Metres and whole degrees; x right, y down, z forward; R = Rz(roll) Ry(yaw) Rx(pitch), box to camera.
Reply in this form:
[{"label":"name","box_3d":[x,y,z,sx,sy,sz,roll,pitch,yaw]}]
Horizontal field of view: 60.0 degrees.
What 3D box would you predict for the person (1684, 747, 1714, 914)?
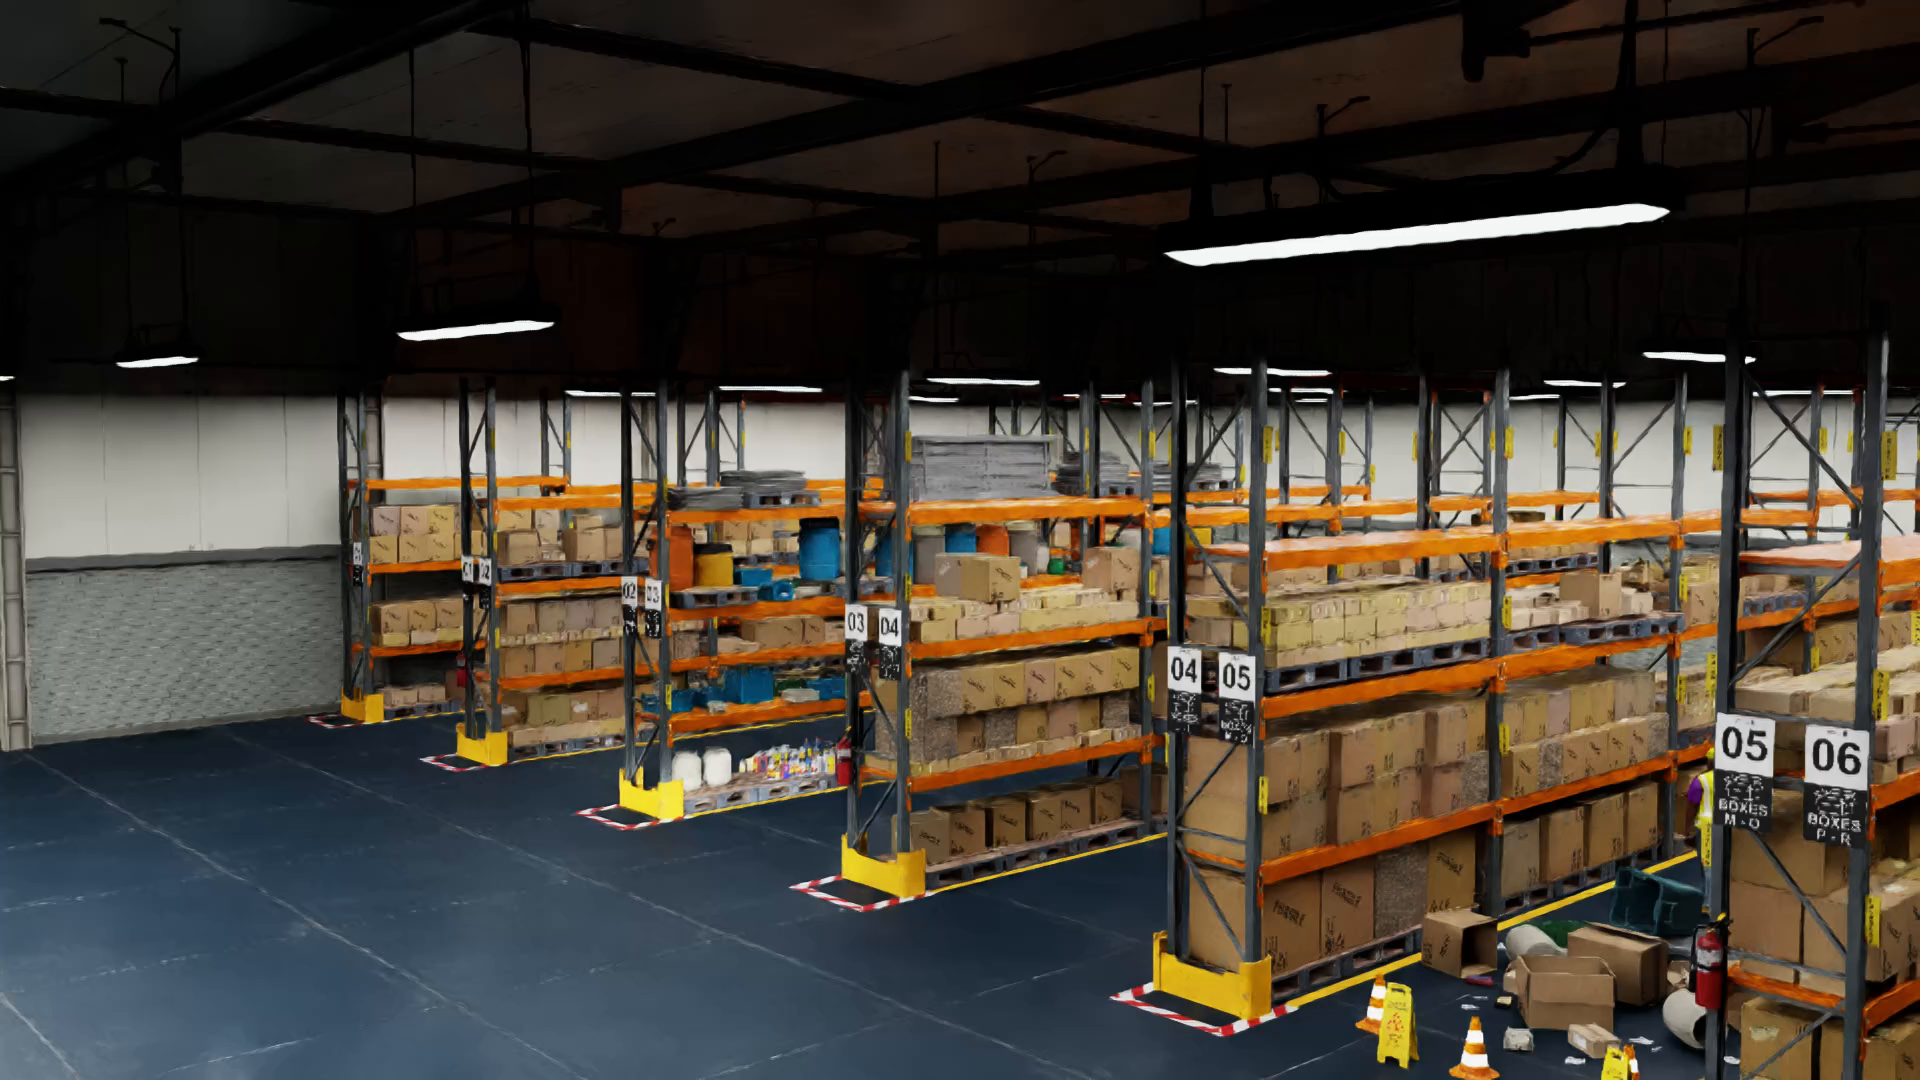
[{"label":"person","box_3d":[8.112,3.091,17.911,0.673,1.763,0.580,-1,4,-10]}]
